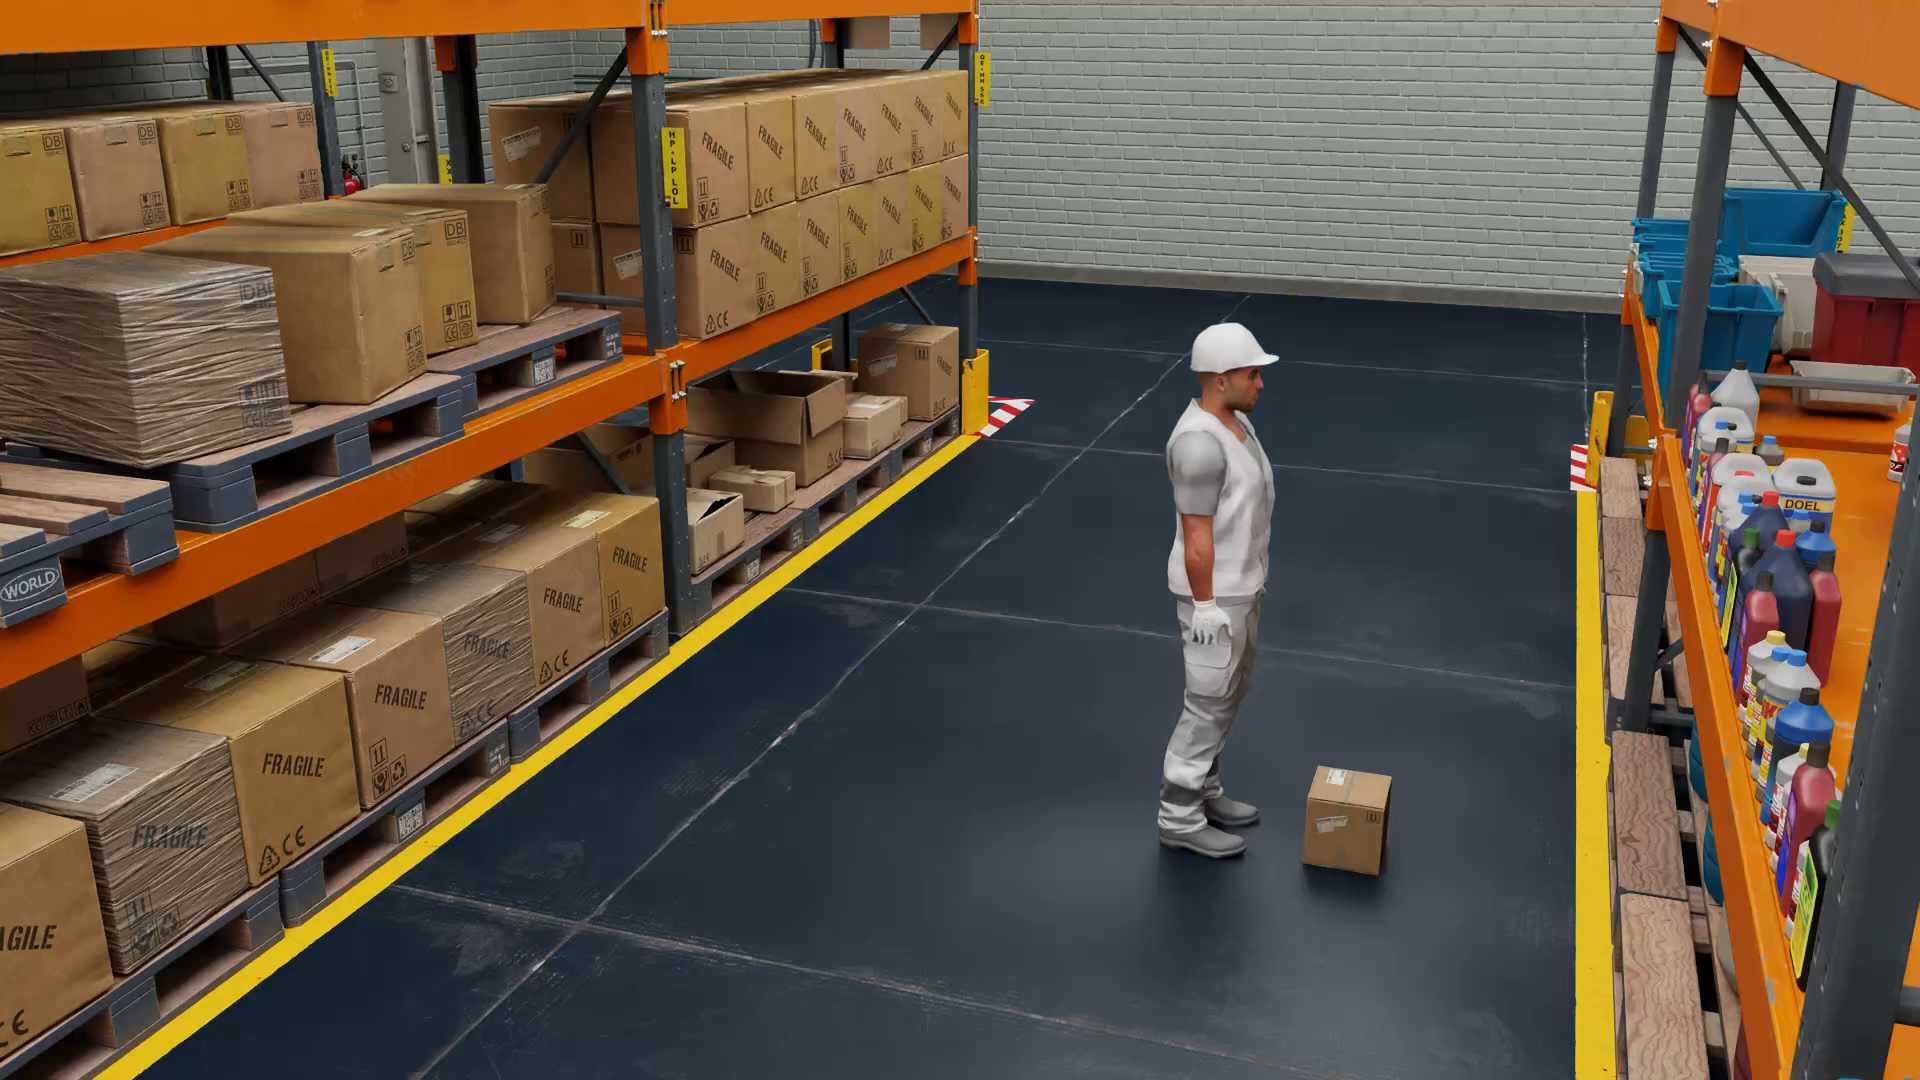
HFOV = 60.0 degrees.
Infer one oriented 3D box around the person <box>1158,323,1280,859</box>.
[{"bbox_3d":[0.859,0.166,5.533,0.338,1.786,0.525,7,20,19],"label":"person"}]
